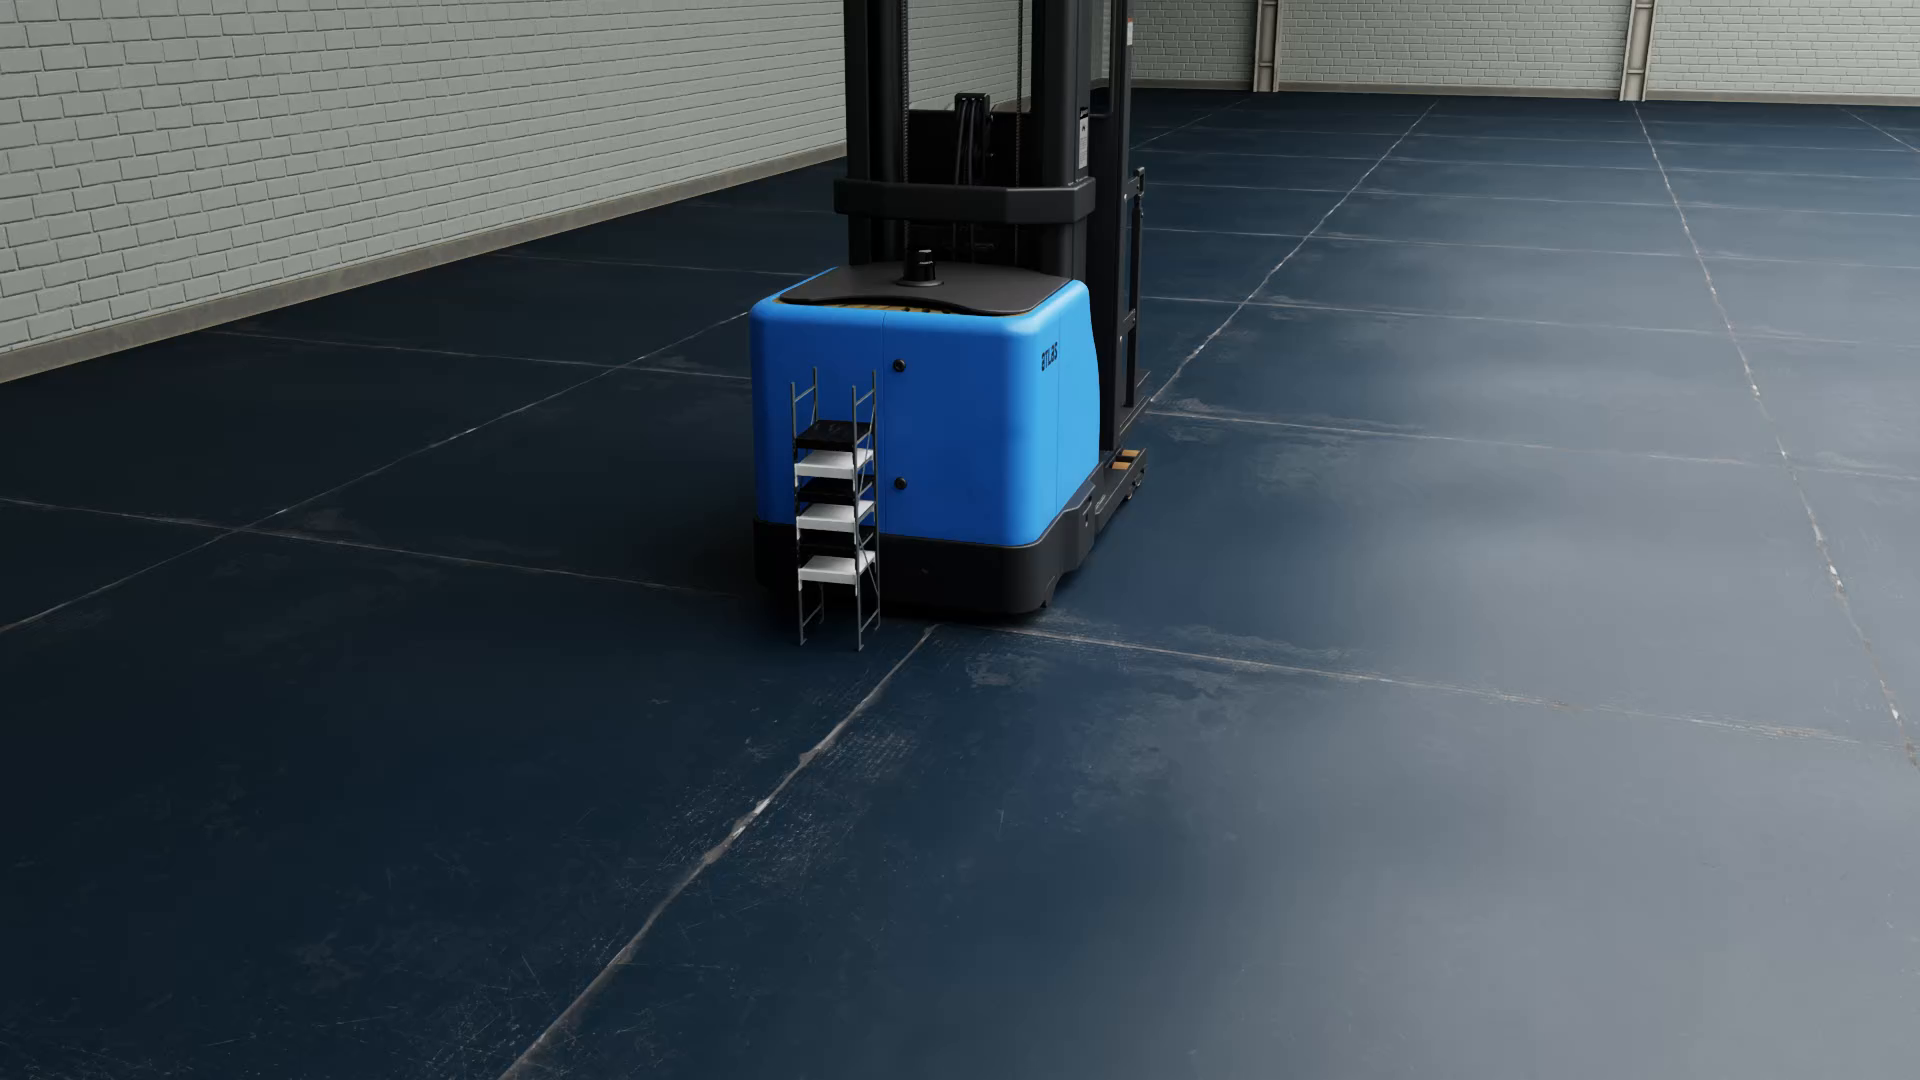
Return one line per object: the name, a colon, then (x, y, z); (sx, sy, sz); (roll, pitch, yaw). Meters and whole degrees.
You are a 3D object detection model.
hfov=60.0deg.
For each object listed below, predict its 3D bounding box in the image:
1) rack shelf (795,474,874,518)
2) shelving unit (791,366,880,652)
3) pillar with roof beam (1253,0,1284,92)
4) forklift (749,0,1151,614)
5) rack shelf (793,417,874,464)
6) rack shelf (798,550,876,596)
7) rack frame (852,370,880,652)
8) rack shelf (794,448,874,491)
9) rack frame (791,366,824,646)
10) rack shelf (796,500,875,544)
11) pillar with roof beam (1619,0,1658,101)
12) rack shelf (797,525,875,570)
rack shelf: (-0.406, -0.155, 5.481); (0.200, 0.077, 0.258); (5, 20, 13)
shelving unit: (-0.406, -0.101, 5.500); (0.210, 0.900, 0.258); (5, 20, 13)
pillar with roof beam: (3.948, -10.782, 23.836); (0.400, 9.000, 9.100); (7, 20, 18)
forklift: (0.184, -1.583, 6.663); (1.130, 2.935, 3.031); (6, 20, 16)
rack shelf: (-0.406, -0.325, 5.422); (0.200, 0.077, 0.258); (5, 20, 13)
rack shelf: (-0.406, 0.100, 5.570); (0.200, 0.077, 0.258); (5, 20, 13)
rack frame: (-0.307, -0.093, 5.476); (0.006, 0.900, 0.240); (5, 20, 13)
rack shelf: (-0.406, -0.240, 5.451); (0.200, 0.077, 0.258); (5, 20, 13)
rack frame: (-0.504, -0.109, 5.523); (0.006, 0.900, 0.240); (5, 20, 13)
rack shelf: (-0.406, -0.070, 5.511); (0.200, 0.077, 0.258); (5, 20, 13)
pillar with roof beam: (9.616, -10.134, 21.977); (0.400, 9.000, 9.100); (7, 20, 18)
rack shelf: (-0.406, 0.015, 5.540); (0.200, 0.077, 0.258); (5, 20, 13)
